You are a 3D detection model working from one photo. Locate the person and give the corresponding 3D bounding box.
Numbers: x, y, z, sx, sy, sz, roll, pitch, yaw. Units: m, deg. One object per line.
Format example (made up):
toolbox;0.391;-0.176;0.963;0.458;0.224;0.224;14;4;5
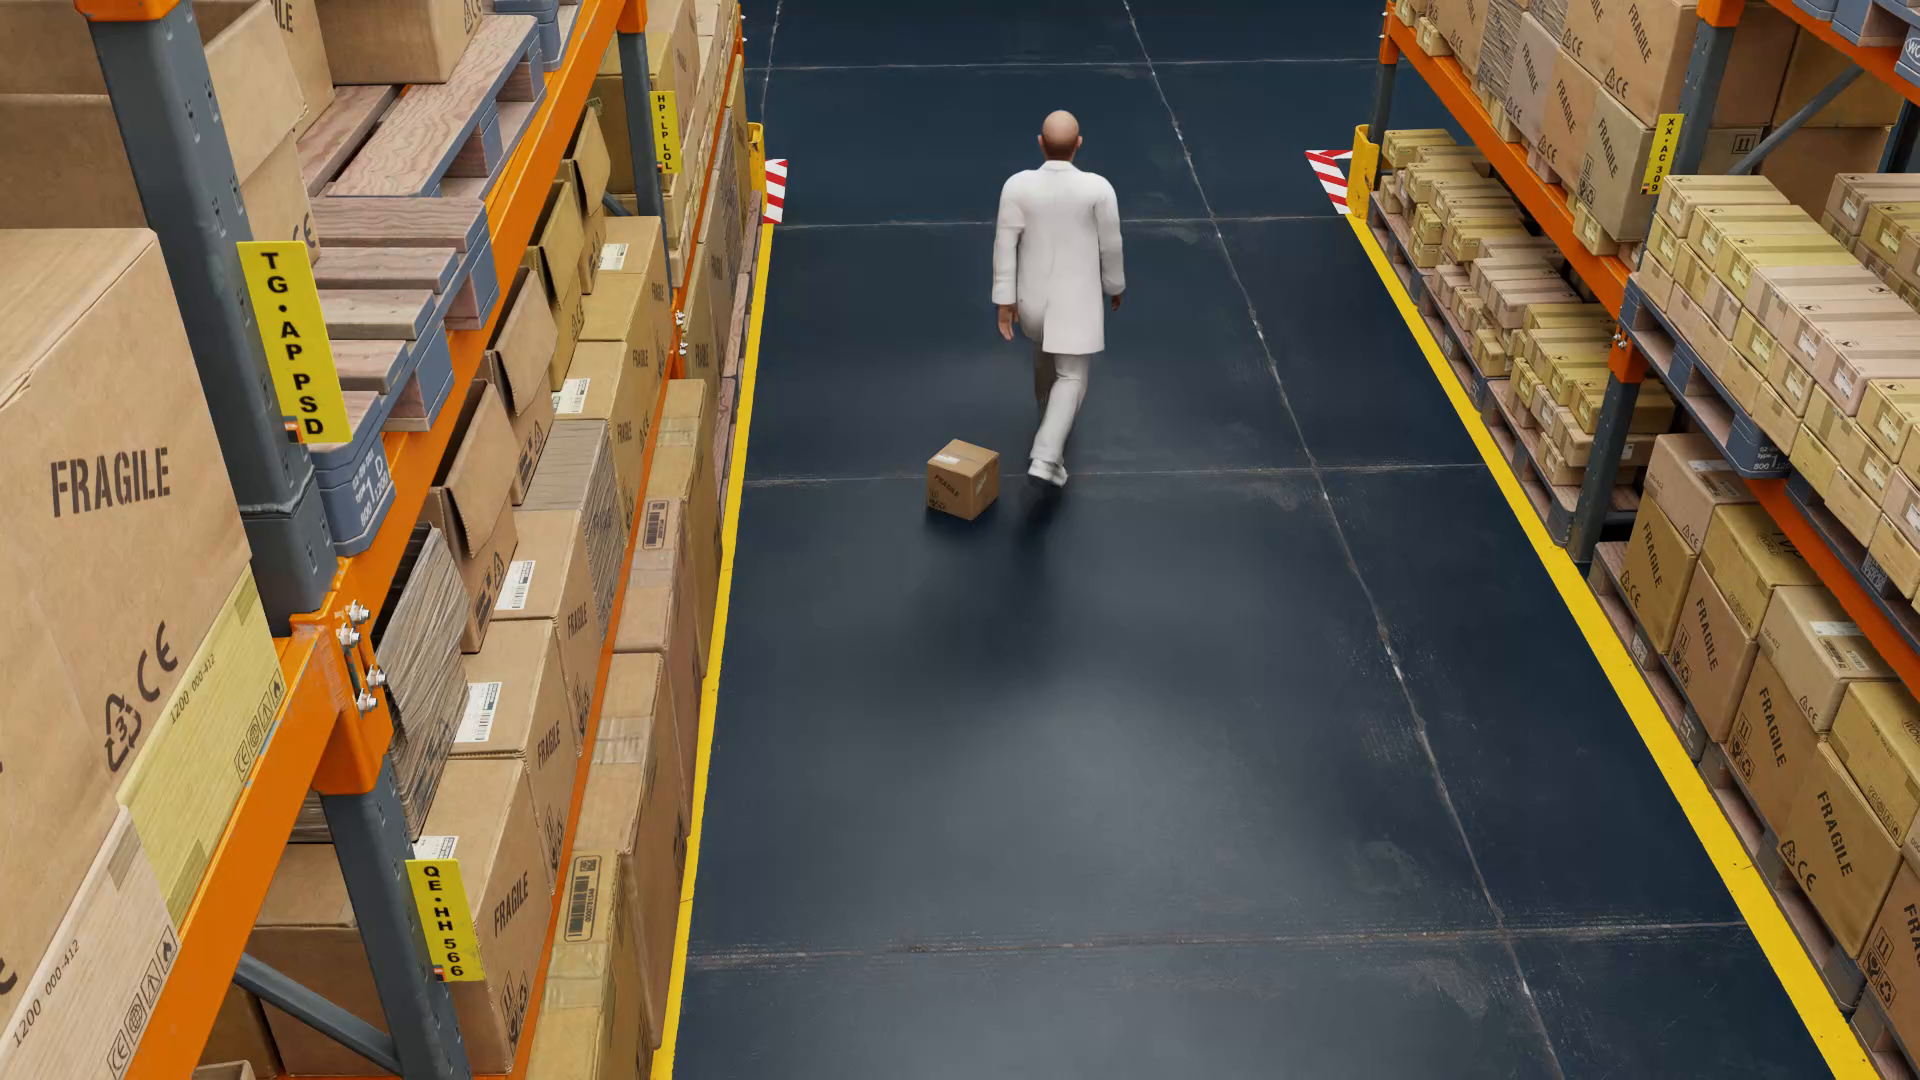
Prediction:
person;0.450;-1.138;7.790;0.579;1.729;1.127;11;36;16
